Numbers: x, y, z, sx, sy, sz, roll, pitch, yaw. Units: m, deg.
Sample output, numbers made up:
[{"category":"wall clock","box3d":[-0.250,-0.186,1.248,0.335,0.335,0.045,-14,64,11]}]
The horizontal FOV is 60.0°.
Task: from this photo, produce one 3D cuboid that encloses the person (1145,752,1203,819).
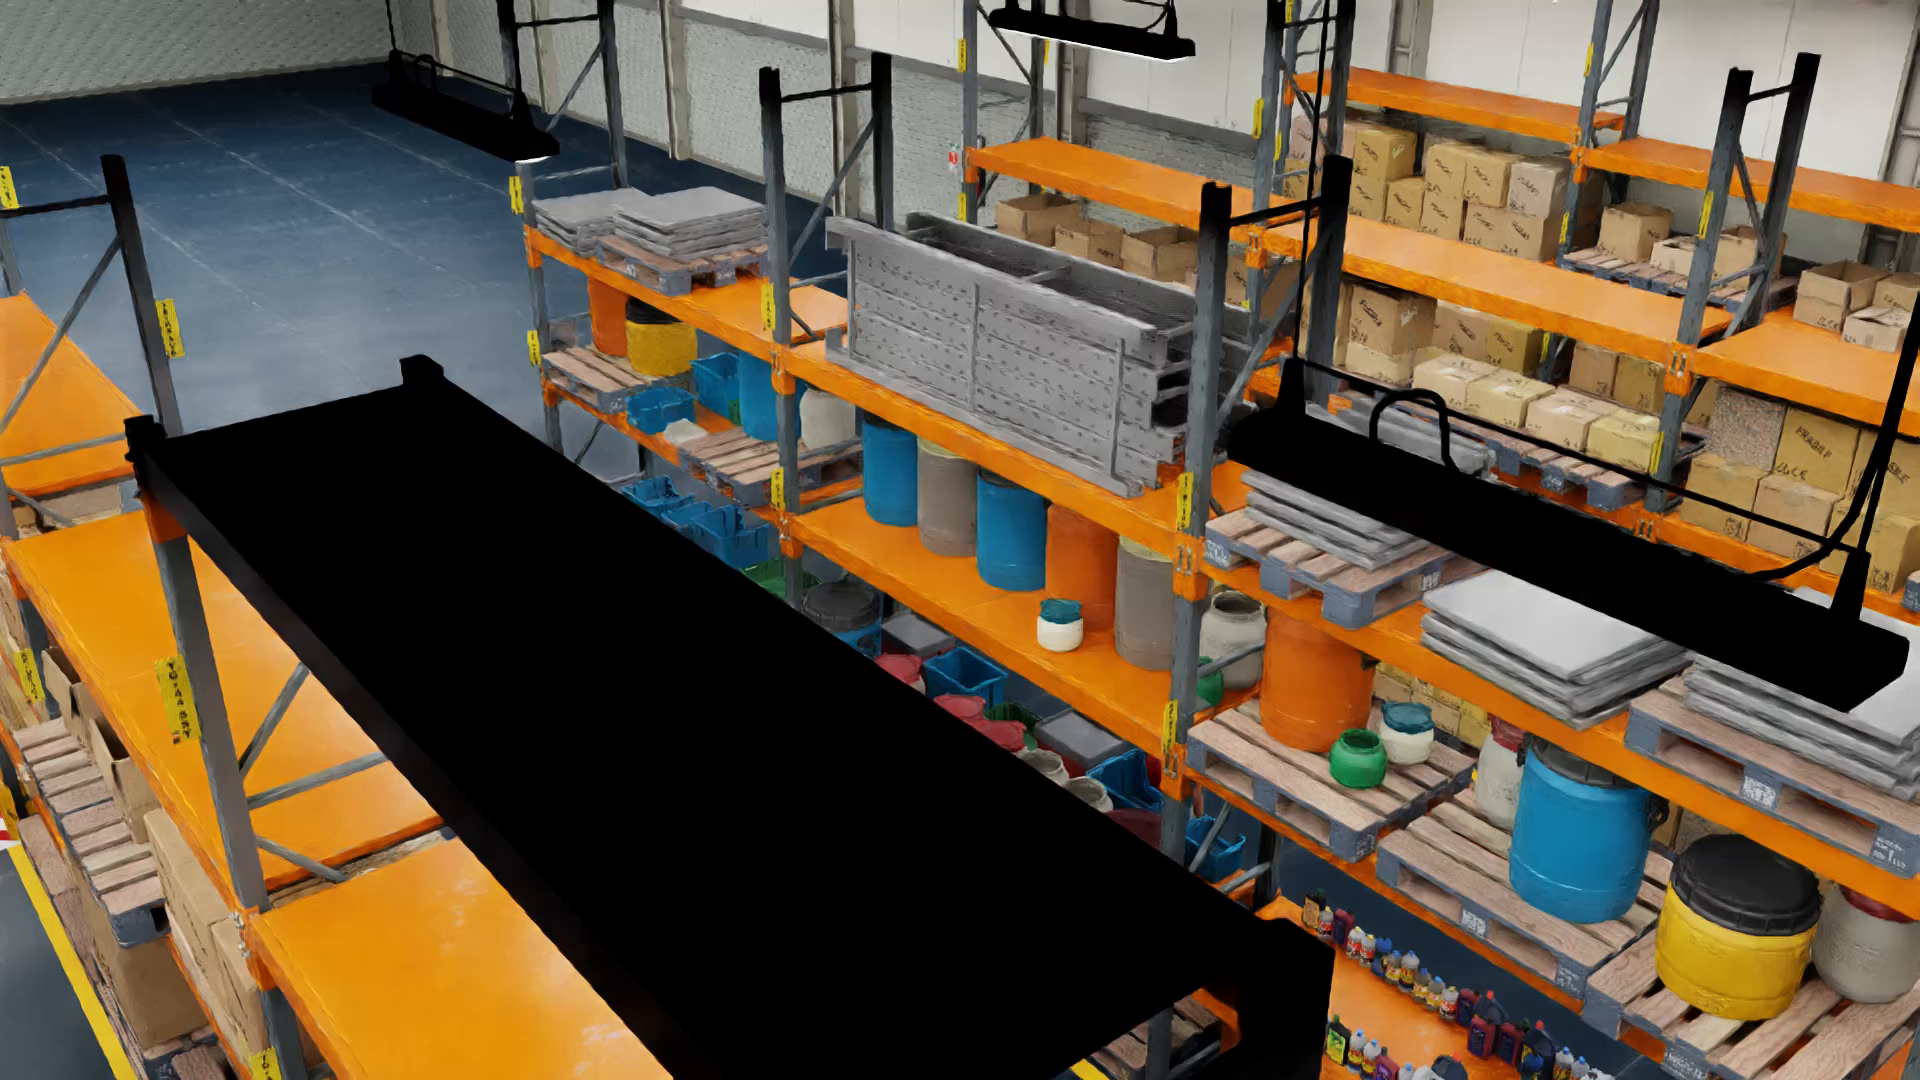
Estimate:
[{"category":"person","box3d":[1.465,2.004,12.193,0.533,1.658,1.040,-14,29,-27]}]
